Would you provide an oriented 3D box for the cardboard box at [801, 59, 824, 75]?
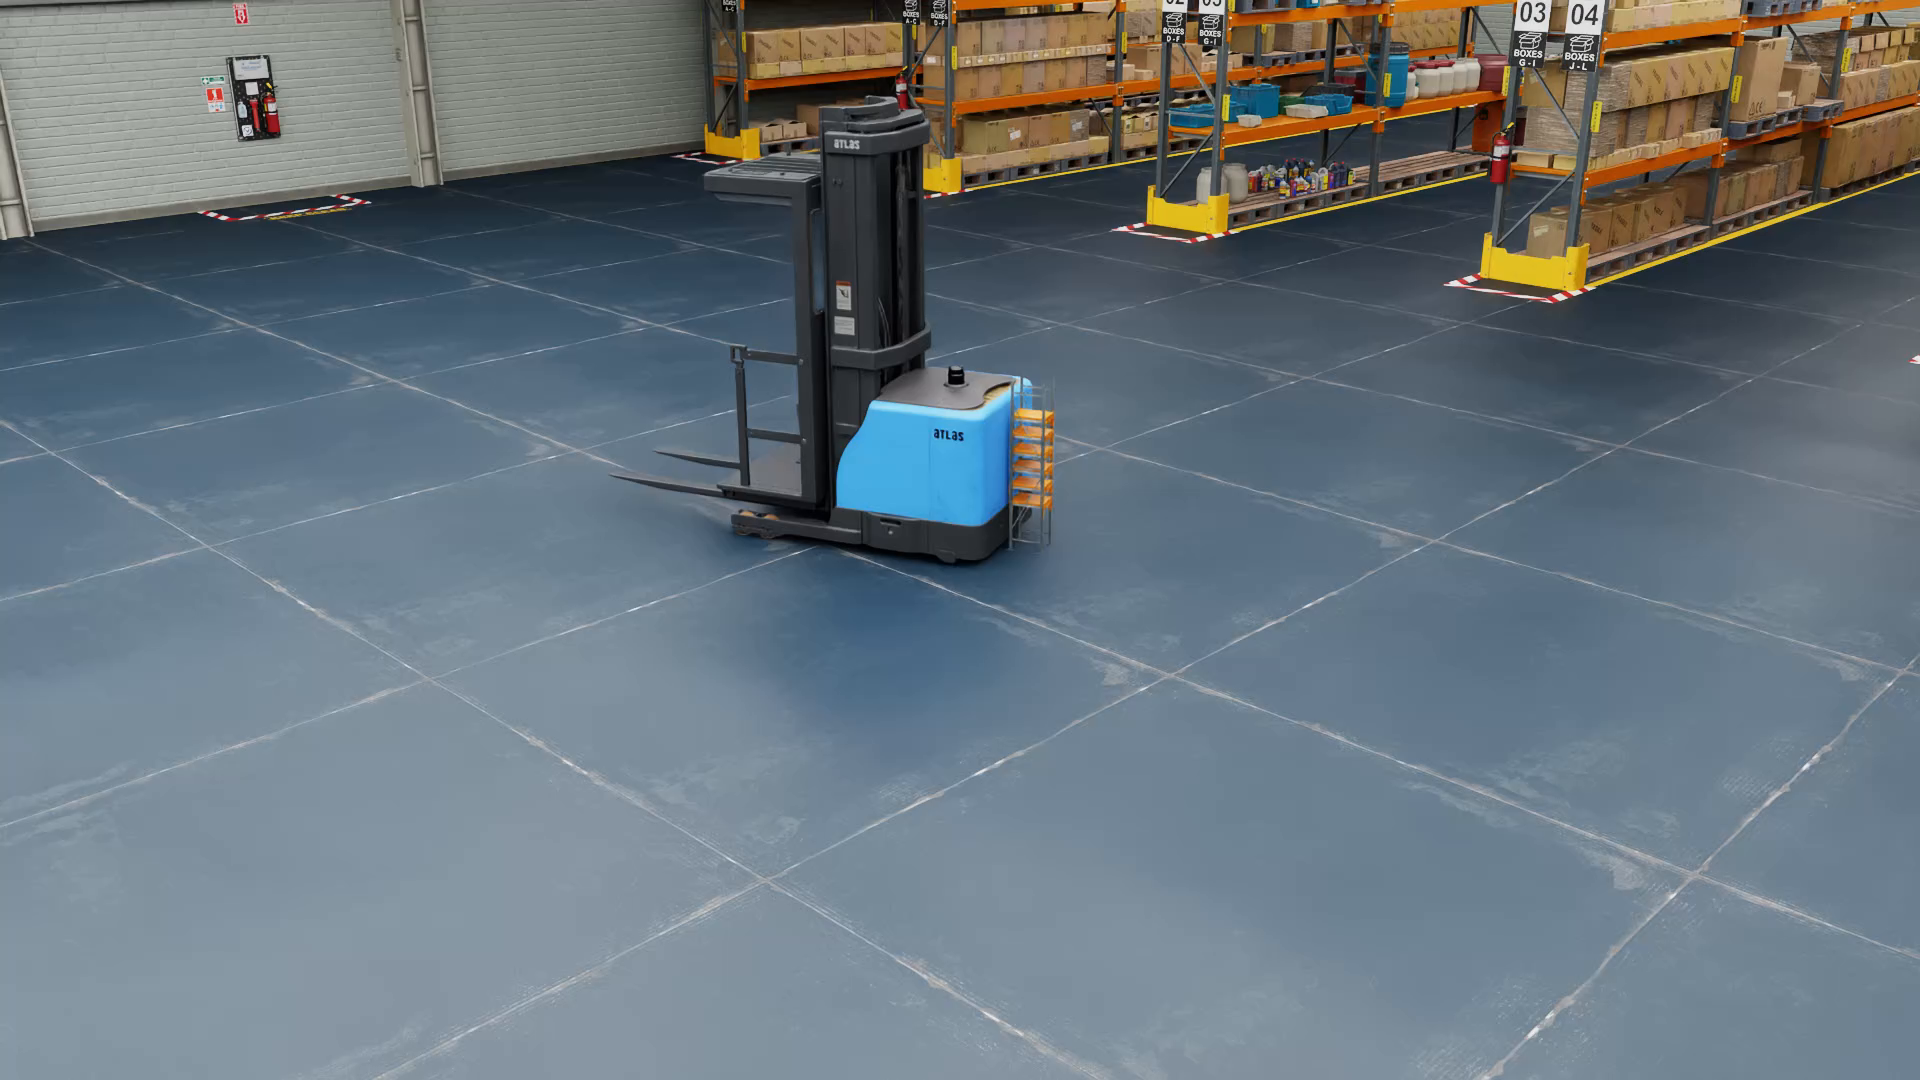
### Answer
[{"bbox_3d":[-2.751,-8.366,29.341,0.500,0.250,0.500,19,28,40],"label":"cardboard box"}]

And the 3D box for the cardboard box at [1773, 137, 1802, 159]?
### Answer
[{"bbox_3d":[11.751,-5.660,23.946,0.500,0.250,0.500,-19,28,-40],"label":"cardboard box"}]

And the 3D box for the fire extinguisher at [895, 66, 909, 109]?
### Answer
[{"bbox_3d":[-0.894,-6.925,25.519,0.296,0.674,0.183,19,28,41],"label":"fire extinguisher"}]

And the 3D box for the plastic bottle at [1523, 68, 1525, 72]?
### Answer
[{"bbox_3d":[9.504,-7.782,27.814,0.152,0.276,0.135,19,28,41],"label":"plastic bottle"}]

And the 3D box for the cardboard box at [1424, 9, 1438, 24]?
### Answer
[{"bbox_3d":[9.501,-10.922,34.276,0.500,0.500,0.500,-19,28,-40],"label":"cardboard box"}]

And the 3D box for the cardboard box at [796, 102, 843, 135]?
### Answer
[{"bbox_3d":[-2.538,-7.631,30.118,0.700,0.500,0.500,17,27,37],"label":"cardboard box"}]

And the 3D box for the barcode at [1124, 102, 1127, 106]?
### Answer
[{"bbox_3d":[2.788,-7.352,28.053,0.001,0.075,0.075,19,28,41],"label":"barcode"}]

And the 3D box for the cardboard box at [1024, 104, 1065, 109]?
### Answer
[{"bbox_3d":[1.420,-6.995,27.794,0.500,0.500,0.500,19,28,41],"label":"cardboard box"}]

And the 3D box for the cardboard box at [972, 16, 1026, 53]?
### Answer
[{"bbox_3d":[0.607,-7.924,26.063,0.700,0.500,0.500,19,28,41],"label":"cardboard box"}]

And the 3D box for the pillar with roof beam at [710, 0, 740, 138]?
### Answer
[{"bbox_3d":[-1.078,-10.233,25.656,9.100,9.000,0.400,19,28,41],"label":"pillar with roof beam"}]

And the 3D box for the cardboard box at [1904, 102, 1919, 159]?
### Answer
[{"bbox_3d":[15.505,-6.834,27.549,0.875,0.875,0.875,19,28,41],"label":"cardboard box"}]

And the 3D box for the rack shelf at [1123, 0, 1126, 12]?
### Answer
[{"bbox_3d":[3.707,-9.482,28.885,1.077,0.370,4.000,19,28,41],"label":"rack shelf"}]

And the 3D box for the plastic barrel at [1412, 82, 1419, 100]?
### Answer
[{"bbox_3d":[6.891,-6.900,25.539,0.301,0.262,0.301,0,21,0],"label":"plastic barrel"}]

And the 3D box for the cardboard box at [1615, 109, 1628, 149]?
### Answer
[{"bbox_3d":[7.282,-4.874,19.519,0.875,0.500,0.500,19,28,41],"label":"cardboard box"}]

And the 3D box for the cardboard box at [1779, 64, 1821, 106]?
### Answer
[{"bbox_3d":[11.531,-6.377,23.260,0.500,0.500,0.700,-15,26,-34],"label":"cardboard box"}]

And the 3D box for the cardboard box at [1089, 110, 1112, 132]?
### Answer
[{"bbox_3d":[2.388,-7.254,28.731,0.500,0.311,0.500,19,28,41],"label":"cardboard box"}]

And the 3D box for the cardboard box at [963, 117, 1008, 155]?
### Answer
[{"bbox_3d":[0.402,-6.349,26.114,0.500,0.500,0.500,19,28,41],"label":"cardboard box"}]

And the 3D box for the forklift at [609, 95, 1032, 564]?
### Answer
[{"bbox_3d":[-1.054,-1.538,11.492,3.031,2.935,1.130,9,23,21],"label":"forklift"}]

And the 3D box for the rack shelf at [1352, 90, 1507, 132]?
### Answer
[{"bbox_3d":[7.253,-6.841,26.195,1.077,0.370,4.000,19,28,41],"label":"rack shelf"}]

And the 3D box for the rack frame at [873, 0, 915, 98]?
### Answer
[{"bbox_3d":[-1.240,-9.142,31.180,1.000,3.000,0.127,19,28,41],"label":"rack frame"}]

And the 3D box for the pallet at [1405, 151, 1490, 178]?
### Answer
[{"bbox_3d":[8.080,-6.200,27.411,1.003,0.211,1.213,19,28,41],"label":"pallet"}]

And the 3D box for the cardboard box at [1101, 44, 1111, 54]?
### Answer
[{"bbox_3d":[2.275,-8.130,27.501,0.380,0.149,0.250,19,28,41],"label":"cardboard box"}]

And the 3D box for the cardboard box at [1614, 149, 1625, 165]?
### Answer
[{"bbox_3d":[7.518,-4.481,19.402,0.380,0.149,0.250,19,28,41],"label":"cardboard box"}]

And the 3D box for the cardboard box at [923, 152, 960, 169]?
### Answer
[{"bbox_3d":[-0.317,-6.000,26.250,0.500,0.250,0.500,19,28,41],"label":"cardboard box"}]

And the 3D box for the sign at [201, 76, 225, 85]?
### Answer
[{"bbox_3d":[-10.549,-6.489,23.489,0.001,0.109,0.331,19,28,41],"label":"sign"}]

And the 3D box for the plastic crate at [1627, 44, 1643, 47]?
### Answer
[{"bbox_3d":[12.241,-8.944,30.490,0.402,0.464,0.583,19,28,41],"label":"plastic crate"}]

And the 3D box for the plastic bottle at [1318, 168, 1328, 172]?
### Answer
[{"bbox_3d":[5.357,-5.340,24.471,0.152,0.276,0.135,19,28,41],"label":"plastic bottle"}]

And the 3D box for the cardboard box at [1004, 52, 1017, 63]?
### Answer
[{"bbox_3d":[0.668,-7.538,25.961,0.380,0.149,0.250,18,27,39],"label":"cardboard box"}]

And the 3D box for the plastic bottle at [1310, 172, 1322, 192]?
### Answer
[{"bbox_3d":[5.140,-5.186,24.069,0.135,0.276,0.152,-20,28,-41],"label":"plastic bottle"}]

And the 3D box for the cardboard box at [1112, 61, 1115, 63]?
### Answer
[{"bbox_3d":[2.793,-8.113,28.688,0.396,0.266,0.258,18,28,39],"label":"cardboard box"}]

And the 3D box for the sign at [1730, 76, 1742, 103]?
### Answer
[{"bbox_3d":[9.801,-5.693,21.000,0.100,0.325,0.005,19,28,41],"label":"sign"}]

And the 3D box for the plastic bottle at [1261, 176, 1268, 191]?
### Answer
[{"bbox_3d":[4.429,-5.183,24.165,0.097,0.201,0.097,0,21,0],"label":"plastic bottle"}]

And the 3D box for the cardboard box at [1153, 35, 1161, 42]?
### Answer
[{"bbox_3d":[4.148,-10.862,35.977,0.250,0.149,0.380,-20,28,-41],"label":"cardboard box"}]

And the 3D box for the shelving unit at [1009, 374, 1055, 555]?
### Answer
[{"bbox_3d":[0.483,-0.506,11.218,0.258,1.200,0.189,8,22,20],"label":"shelving unit"}]

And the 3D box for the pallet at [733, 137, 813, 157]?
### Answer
[{"bbox_3d":[-3.386,-7.032,29.576,1.003,0.211,1.213,19,28,41],"label":"pallet"}]

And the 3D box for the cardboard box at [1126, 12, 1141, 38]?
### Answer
[{"bbox_3d":[3.494,-10.951,35.304,0.500,0.500,0.500,19,28,41],"label":"cardboard box"}]

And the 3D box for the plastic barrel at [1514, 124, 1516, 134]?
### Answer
[{"bbox_3d":[9.307,-7.023,28.549,0.421,0.512,0.421,0,21,0],"label":"plastic barrel"}]

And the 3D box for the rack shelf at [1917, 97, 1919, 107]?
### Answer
[{"bbox_3d":[16.382,-7.658,28.320,1.077,0.370,4.000,19,28,41],"label":"rack shelf"}]

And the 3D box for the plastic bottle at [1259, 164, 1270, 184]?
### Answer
[{"bbox_3d":[4.439,-5.323,24.320,0.185,0.351,0.144,-19,28,-40],"label":"plastic bottle"}]

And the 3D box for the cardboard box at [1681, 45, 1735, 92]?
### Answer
[{"bbox_3d":[9.290,-5.891,20.773,0.500,0.500,0.500,19,28,41],"label":"cardboard box"}]

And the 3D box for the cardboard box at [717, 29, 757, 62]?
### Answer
[{"bbox_3d":[-3.854,-8.578,28.847,0.500,0.500,0.500,19,28,40],"label":"cardboard box"}]

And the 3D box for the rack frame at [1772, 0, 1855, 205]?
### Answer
[{"bbox_3d":[12.197,-6.451,24.179,1.000,3.000,0.127,19,28,41],"label":"rack frame"}]

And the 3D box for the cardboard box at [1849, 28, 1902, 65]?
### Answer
[{"bbox_3d":[14.061,-7.655,25.772,0.797,0.503,0.637,20,28,41],"label":"cardboard box"}]

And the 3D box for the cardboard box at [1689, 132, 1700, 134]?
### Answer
[{"bbox_3d":[9.068,-5.066,20.924,0.380,0.149,0.250,19,28,41],"label":"cardboard box"}]

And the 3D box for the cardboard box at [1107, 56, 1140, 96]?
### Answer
[{"bbox_3d":[3.362,-9.963,35.725,0.750,0.750,0.750,-19,28,-40],"label":"cardboard box"}]

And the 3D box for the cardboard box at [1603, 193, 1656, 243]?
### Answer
[{"bbox_3d":[8.328,-4.031,20.781,0.500,0.500,0.500,16,26,36],"label":"cardboard box"}]

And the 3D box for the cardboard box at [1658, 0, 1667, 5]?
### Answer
[{"bbox_3d":[7.905,-6.250,19.127,0.380,0.149,0.250,18,27,38],"label":"cardboard box"}]

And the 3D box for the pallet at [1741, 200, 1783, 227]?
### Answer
[{"bbox_3d":[10.800,-4.637,23.345,1.003,0.211,1.213,19,28,41],"label":"pallet"}]

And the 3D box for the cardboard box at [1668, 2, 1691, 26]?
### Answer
[{"bbox_3d":[8.201,-6.180,19.500,0.500,0.250,0.500,-19,28,-40],"label":"cardboard box"}]

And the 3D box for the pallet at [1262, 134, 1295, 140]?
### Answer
[{"bbox_3d":[5.650,-7.813,31.607,1.003,0.211,1.213,19,28,41],"label":"pallet"}]

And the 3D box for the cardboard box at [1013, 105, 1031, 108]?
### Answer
[{"bbox_3d":[1.085,-9.011,33.709,0.500,0.500,0.700,-20,29,-41],"label":"cardboard box"}]

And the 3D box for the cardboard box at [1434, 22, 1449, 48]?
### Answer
[{"bbox_3d":[9.854,-10.591,34.808,0.500,0.500,0.500,20,28,41],"label":"cardboard box"}]

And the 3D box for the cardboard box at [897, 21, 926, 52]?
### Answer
[{"bbox_3d":[-0.861,-9.517,31.401,0.700,0.500,0.500,19,28,41],"label":"cardboard box"}]

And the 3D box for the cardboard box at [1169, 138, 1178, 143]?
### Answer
[{"bbox_3d":[3.487,-7.123,29.172,0.500,0.250,0.500,18,28,39],"label":"cardboard box"}]
